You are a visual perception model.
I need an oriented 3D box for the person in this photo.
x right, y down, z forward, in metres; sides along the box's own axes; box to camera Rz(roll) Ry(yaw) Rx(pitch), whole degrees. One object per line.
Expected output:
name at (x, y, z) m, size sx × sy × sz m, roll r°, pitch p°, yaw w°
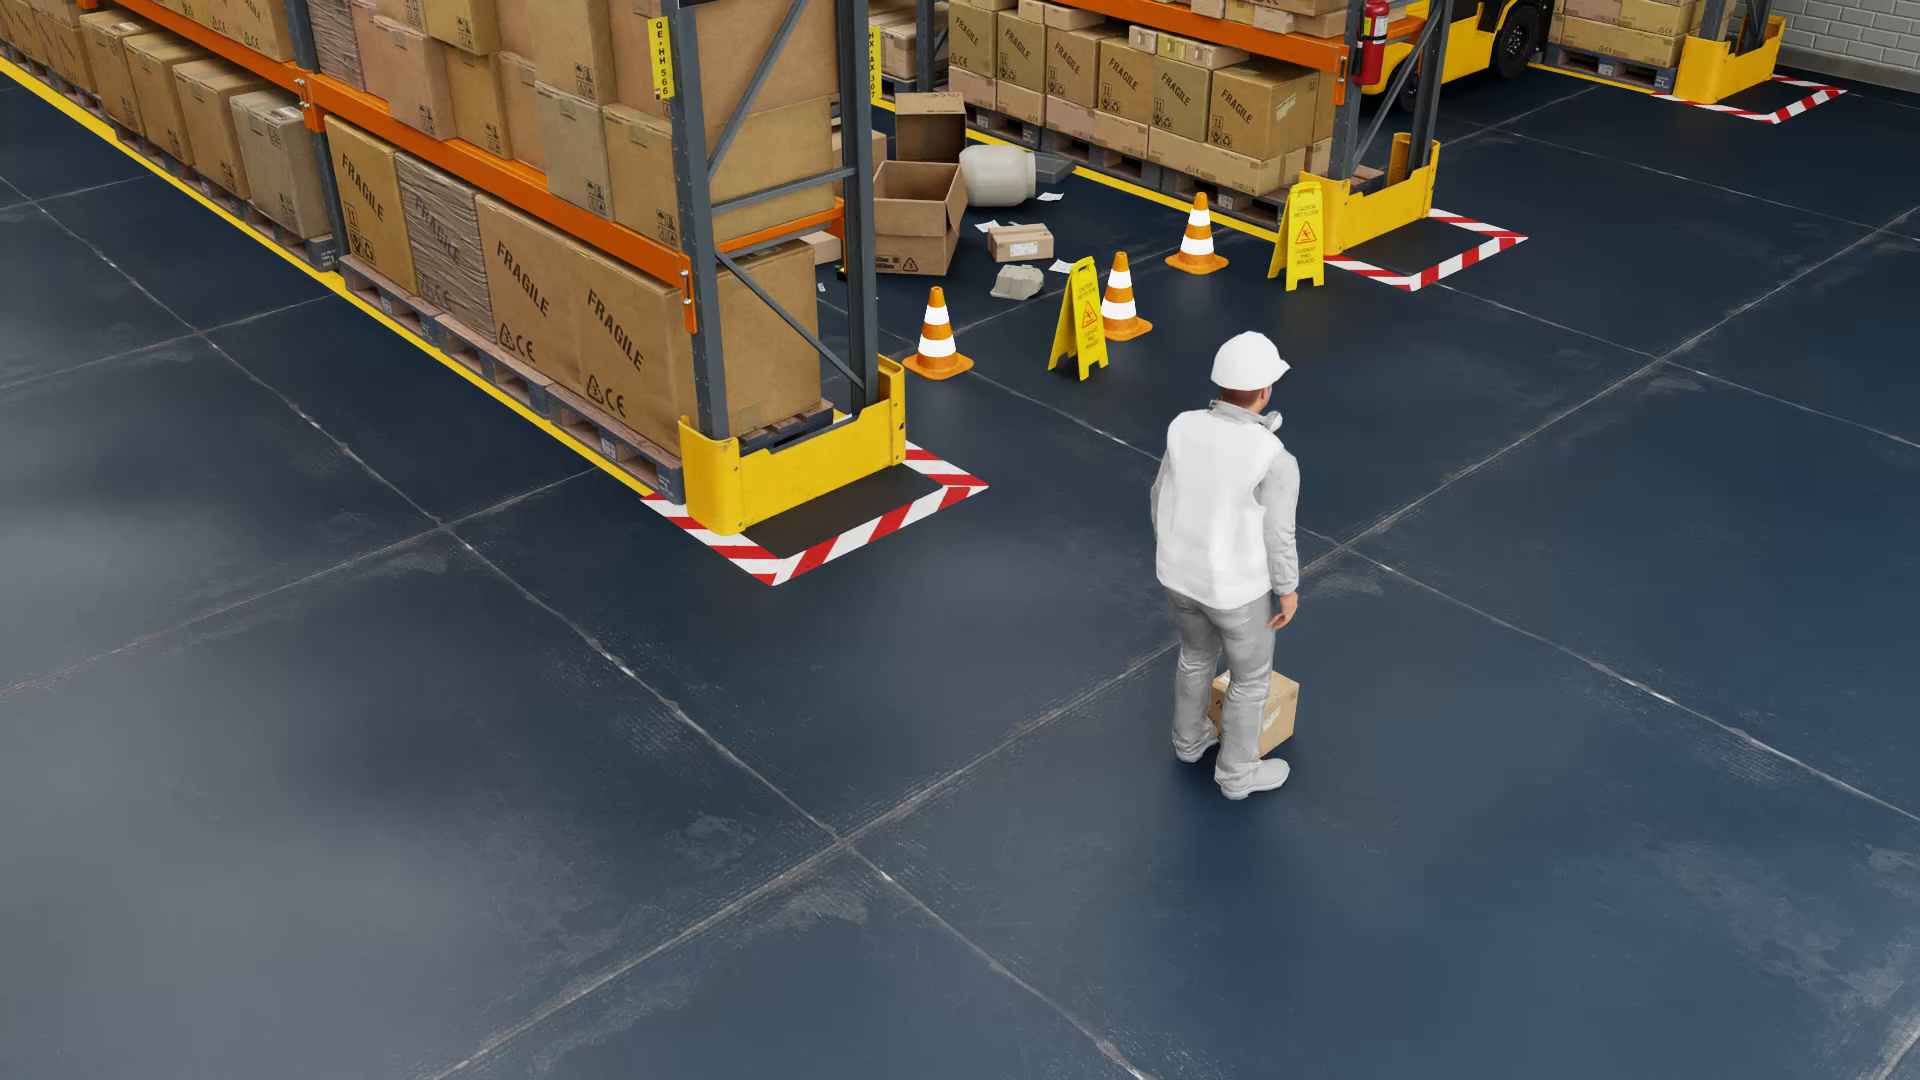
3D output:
person at (0.946, 0.102, 5.943) m, size 0.593 × 1.771 × 0.473 m, roll 27°, pitch 40°, yaw 36°
